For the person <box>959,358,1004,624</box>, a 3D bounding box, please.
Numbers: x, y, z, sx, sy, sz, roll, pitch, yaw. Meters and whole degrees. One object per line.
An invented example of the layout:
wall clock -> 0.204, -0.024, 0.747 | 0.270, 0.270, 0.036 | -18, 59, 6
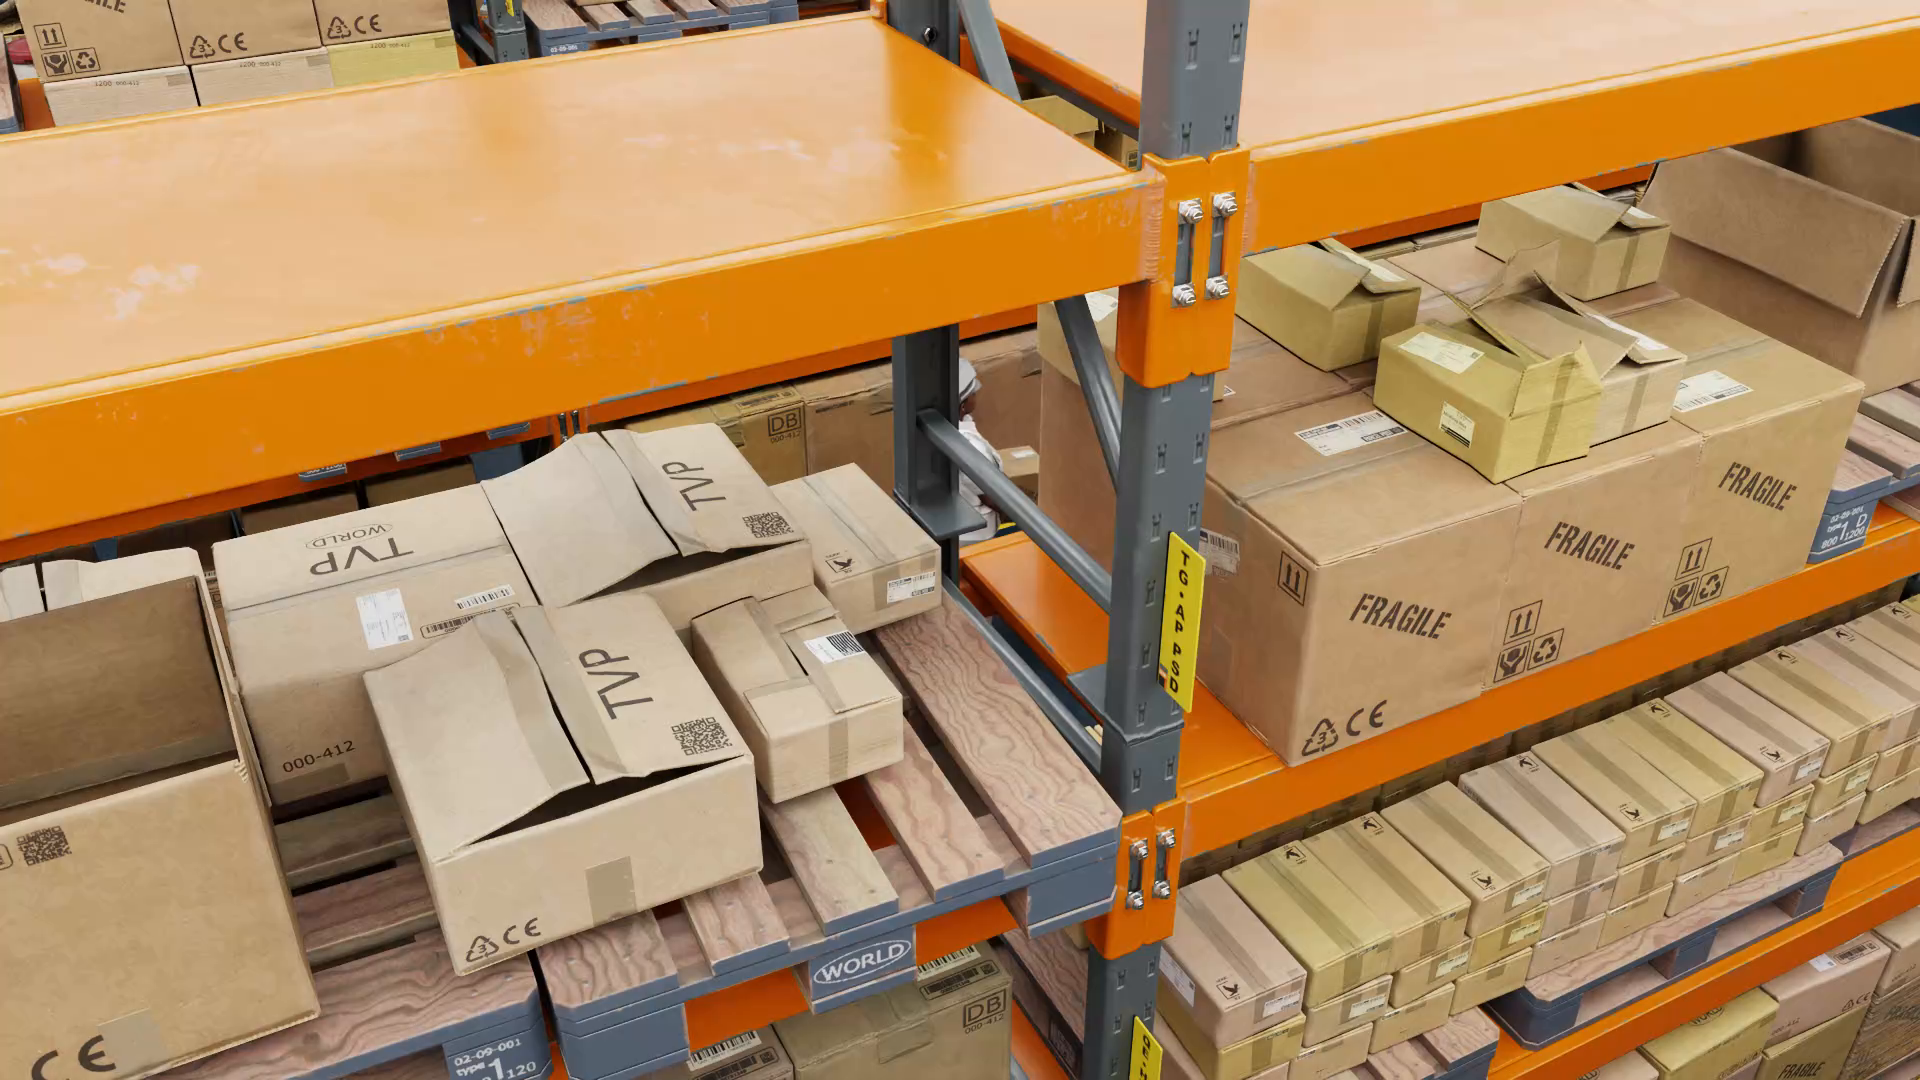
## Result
person -> 0.089, -0.081, 7.714 | 0.525, 1.688, 0.451 | -15, 36, -22
